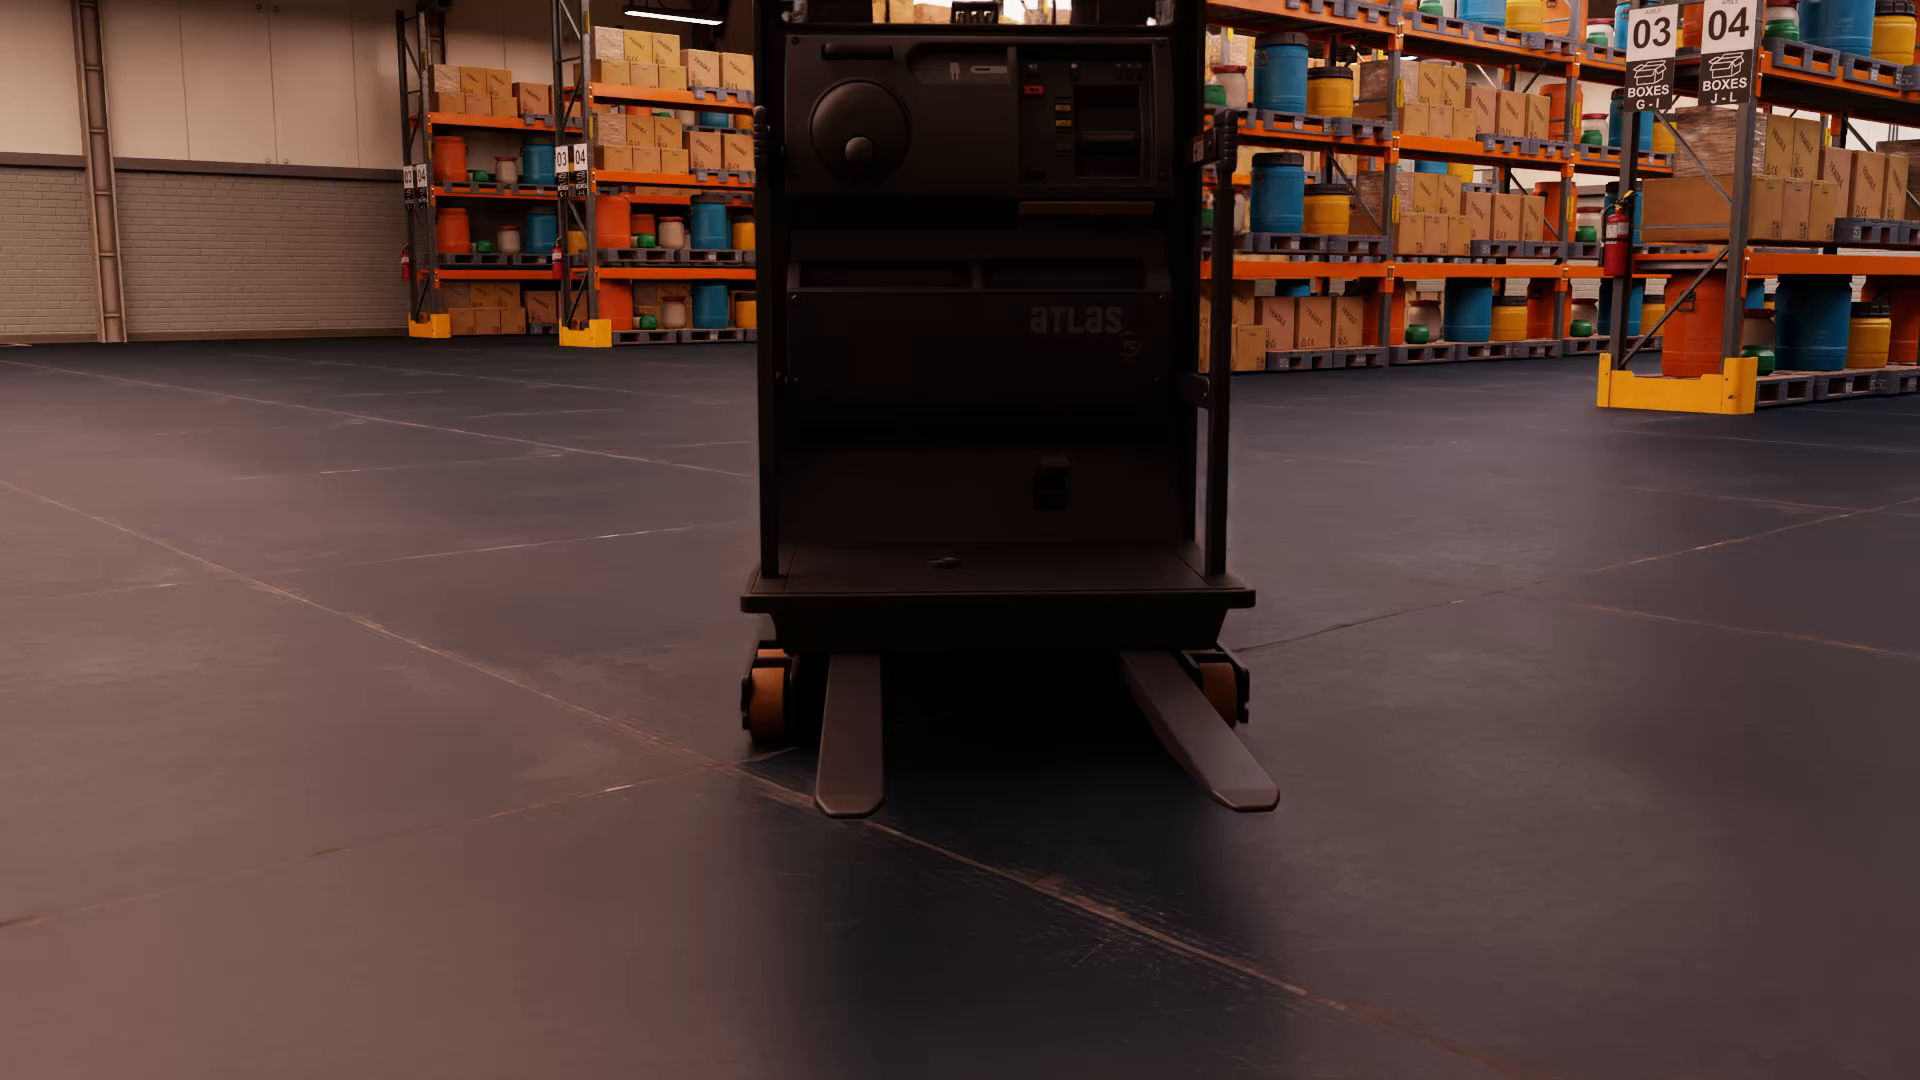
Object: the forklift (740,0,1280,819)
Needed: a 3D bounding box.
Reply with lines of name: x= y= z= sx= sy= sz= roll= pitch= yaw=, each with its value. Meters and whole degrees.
forklift: x=0.061 y=-1.056 z=3.778 sx=1.130 sy=2.935 sz=3.031 roll=0 pitch=9 yaw=-3
